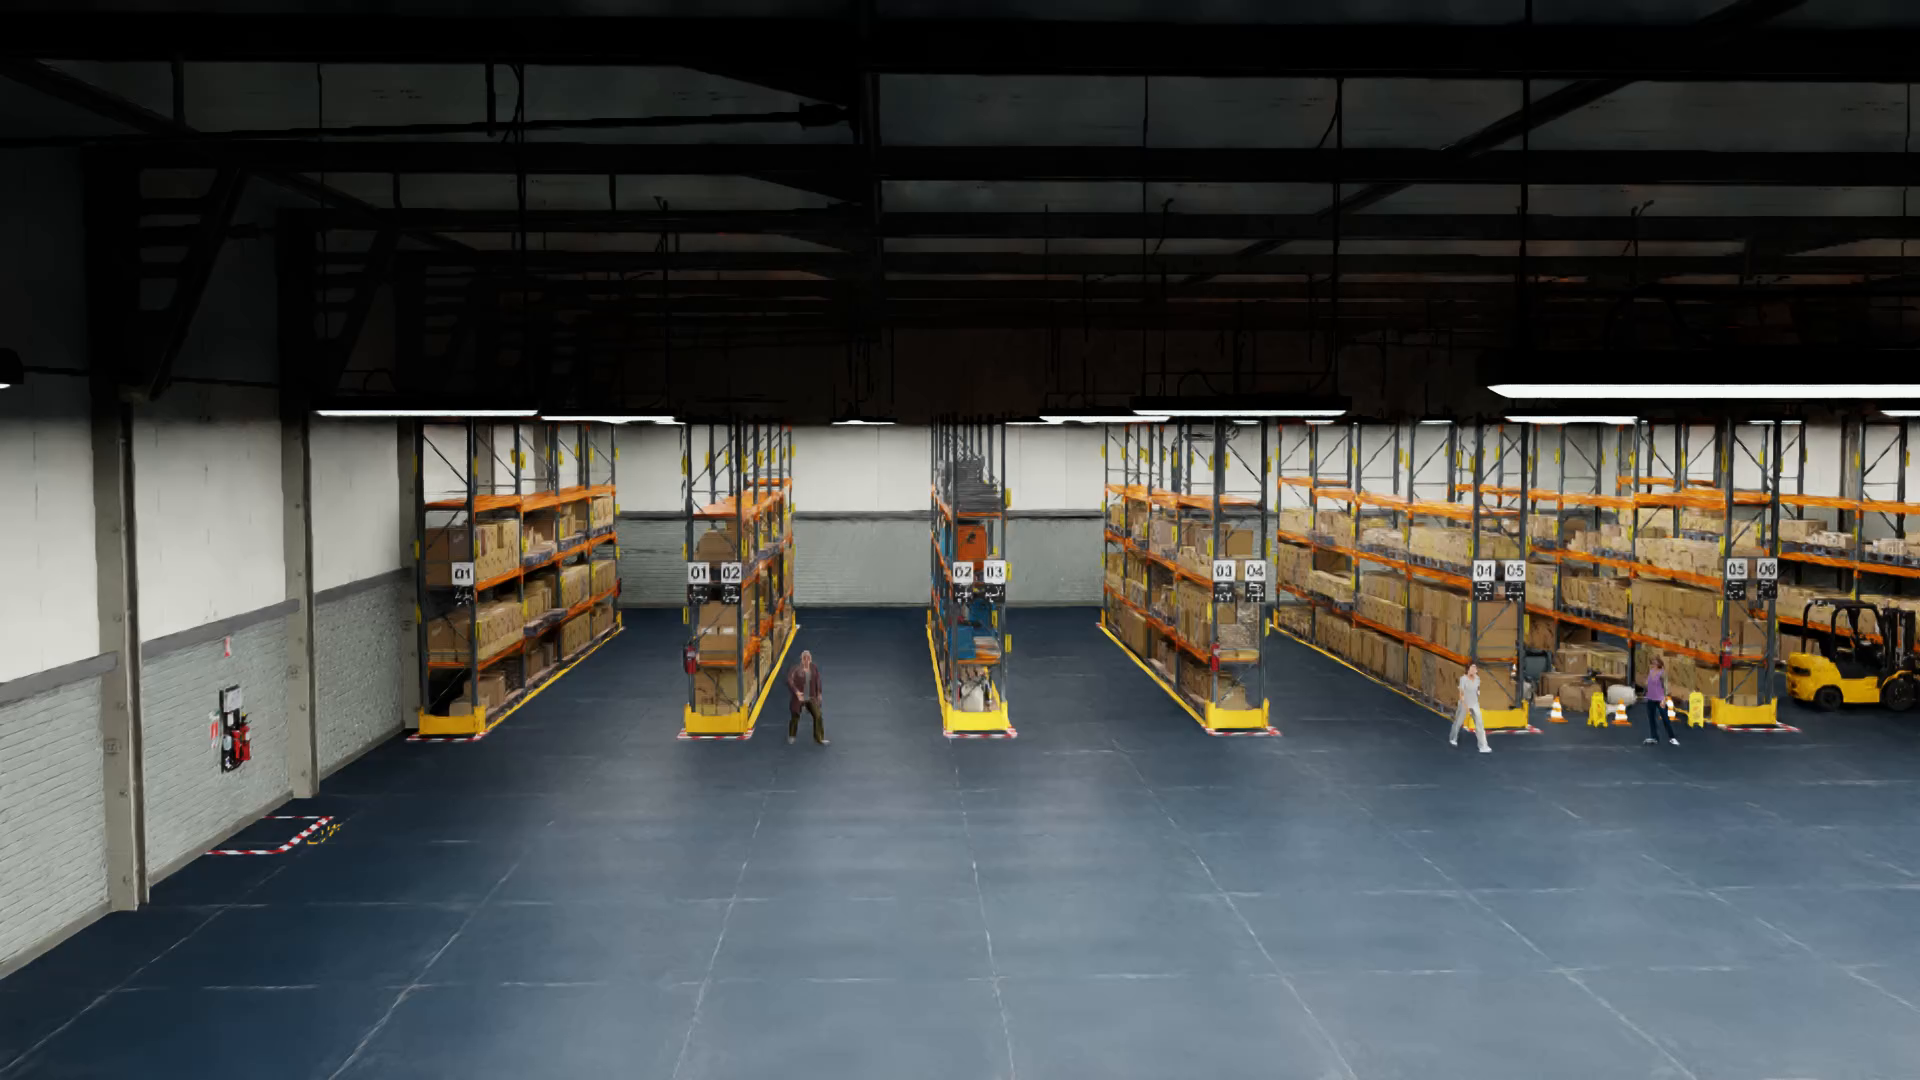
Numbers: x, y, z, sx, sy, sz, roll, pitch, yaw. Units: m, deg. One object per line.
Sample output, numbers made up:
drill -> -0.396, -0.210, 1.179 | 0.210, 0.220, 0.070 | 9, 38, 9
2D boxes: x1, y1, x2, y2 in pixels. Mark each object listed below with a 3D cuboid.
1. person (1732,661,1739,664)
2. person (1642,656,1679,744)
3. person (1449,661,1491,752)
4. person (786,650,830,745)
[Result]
person -> 18.302, 2.184, 39.748 | 0.594, 1.638, 0.668 | 1, 4, 20
person -> 12.653, 2.893, 29.978 | 0.456, 1.591, 0.603 | -2, 4, -29
person -> 8.989, 2.911, 29.364 | 0.466, 1.588, 1.081 | -1, 4, -12
person -> -2.794, 2.820, 29.889 | 0.723, 1.713, 0.900 | -1, 4, -19
